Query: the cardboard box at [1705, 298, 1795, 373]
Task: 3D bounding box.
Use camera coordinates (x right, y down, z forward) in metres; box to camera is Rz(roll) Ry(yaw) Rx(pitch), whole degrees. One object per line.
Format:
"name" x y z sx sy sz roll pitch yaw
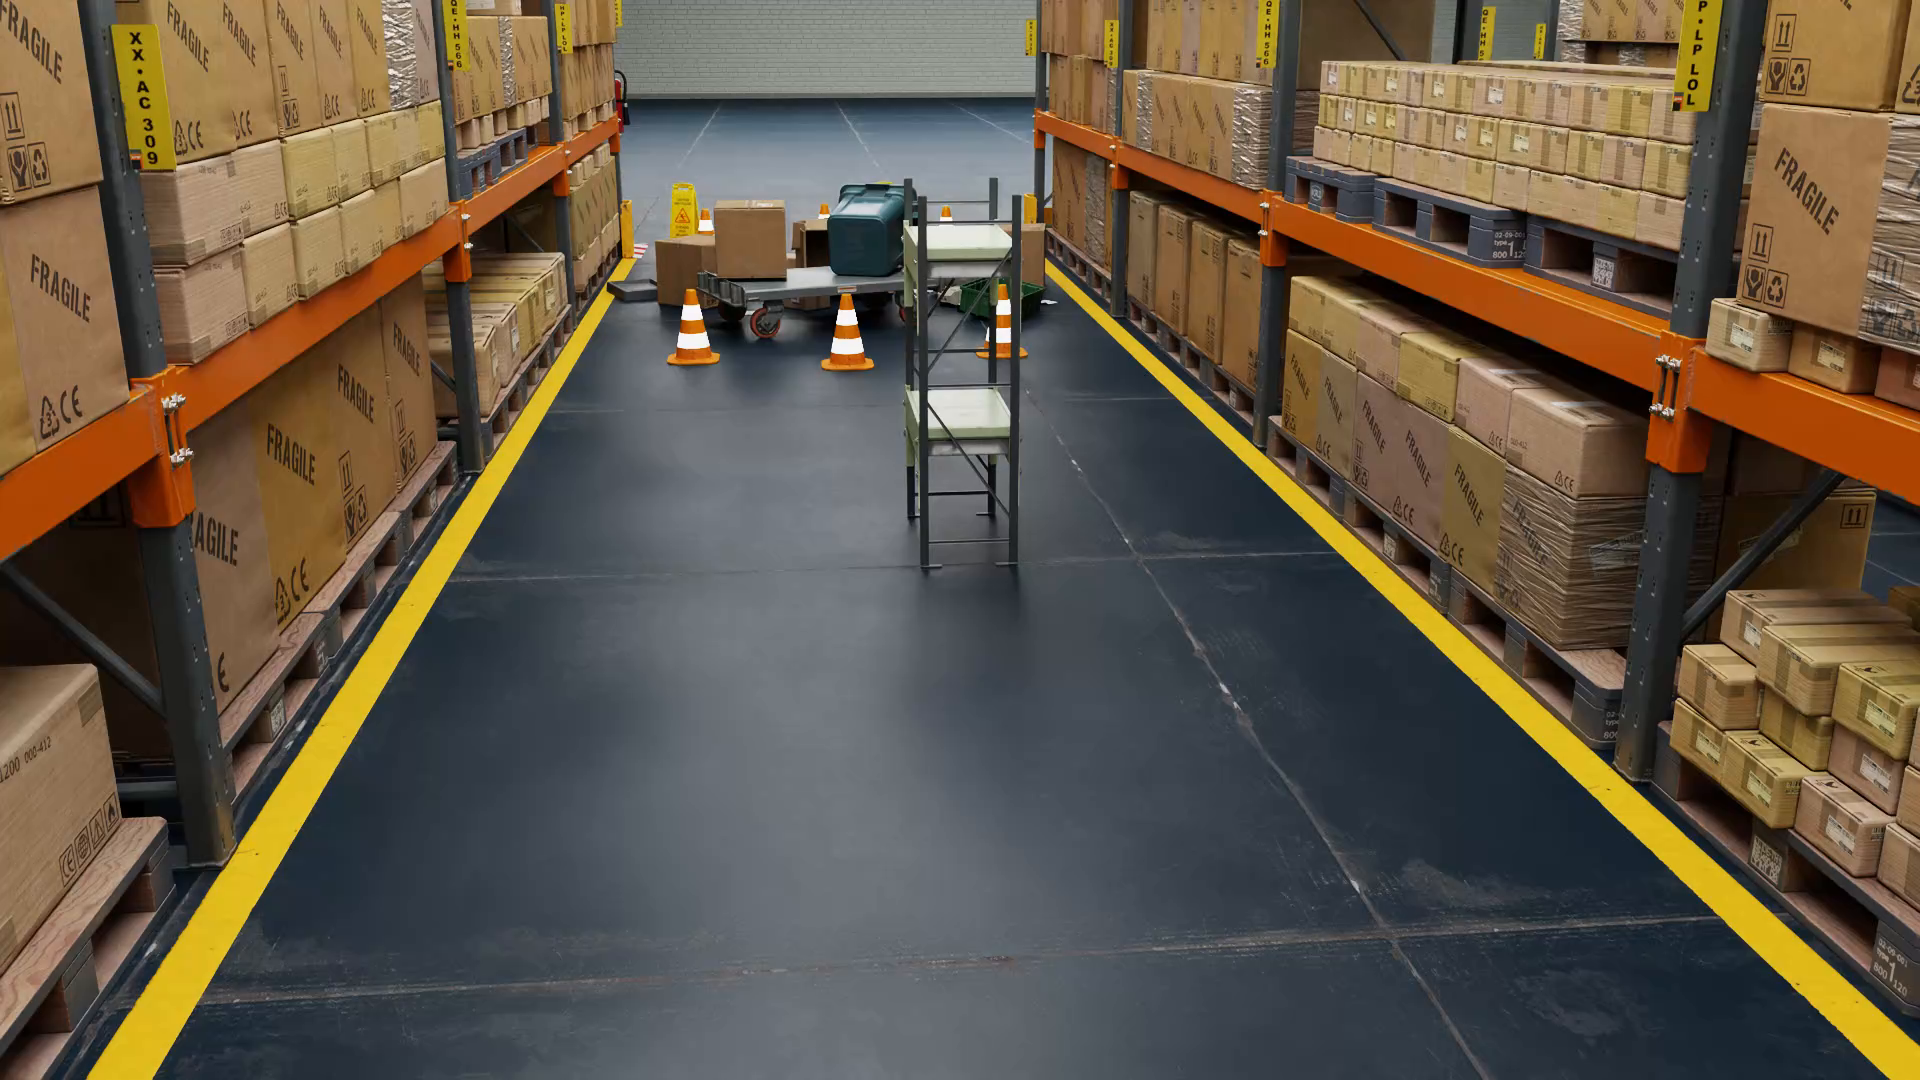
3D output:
"cardboard box" 2.167 -0.530 4.276 0.380 0.149 0.250 -1 17 -4

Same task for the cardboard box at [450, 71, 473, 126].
"cardboard box" -2.679 -2.284 8.079 0.500 0.500 0.500 -2 18 -7

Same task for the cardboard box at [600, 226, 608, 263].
"cardboard box" -3.232 -2.482 13.964 0.500 0.250 0.500 -2 18 -8

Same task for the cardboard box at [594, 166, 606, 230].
"cardboard box" -3.244 -2.846 13.871 0.500 0.500 0.500 -2 18 -7

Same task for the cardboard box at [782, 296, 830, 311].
"cardboard box" -1.224 -1.949 12.942 0.396 0.266 0.258 16 24 42

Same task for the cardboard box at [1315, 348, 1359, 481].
"cardboard box" 1.925 -0.575 7.473 0.500 0.500 0.500 -2 17 -5

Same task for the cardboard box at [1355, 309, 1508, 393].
"cardboard box" 1.971 -0.789 6.904 0.500 0.250 0.500 -2 18 -5

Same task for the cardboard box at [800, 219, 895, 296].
"cardboard box" -0.884 -2.286 13.393 0.797 0.637 0.503 -2 18 -6

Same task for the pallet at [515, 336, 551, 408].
"pallet" -3.065 -1.018 10.066 1.003 0.211 1.213 -2 18 -6

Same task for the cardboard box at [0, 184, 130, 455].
"cardboard box" -2.148 -0.478 3.526 0.500 0.500 0.500 -2 18 -5

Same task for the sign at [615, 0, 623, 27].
"sign" -3.134 -4.851 15.159 0.100 0.325 0.005 -2 18 -6

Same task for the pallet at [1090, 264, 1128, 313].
"pallet" 1.637 -2.026 13.278 1.003 0.211 1.213 -2 18 -6

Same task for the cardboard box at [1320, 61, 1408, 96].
"cardboard box" 1.906 -2.155 7.759 0.380 0.149 0.250 -2 18 -6

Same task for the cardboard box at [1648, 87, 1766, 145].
"cardboard box" 2.227 -1.222 4.786 0.380 0.149 0.250 -1 17 -3

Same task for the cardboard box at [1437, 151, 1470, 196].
"cardboard box" 2.060 -1.404 6.360 0.380 0.149 0.250 -2 18 -7

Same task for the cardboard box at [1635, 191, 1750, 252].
"cardboard box" 2.225 -0.937 4.871 0.380 0.149 0.250 -2 18 -7

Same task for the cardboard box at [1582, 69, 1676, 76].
"cardboard box" 2.688 -1.783 6.573 0.380 0.149 0.250 -1 17 -3

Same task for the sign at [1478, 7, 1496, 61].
"sign" 2.589 -2.470 8.236 0.100 0.325 0.005 -2 18 -6

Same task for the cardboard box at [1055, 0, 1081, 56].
"cardboard box" 1.296 -4.462 14.329 0.875 0.550 0.550 -2 18 -6

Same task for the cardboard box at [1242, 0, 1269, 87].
"cardboard box" 1.961 -2.745 9.077 0.700 0.500 0.500 -2 18 -6

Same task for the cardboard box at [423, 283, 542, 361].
"cardboard box" -3.068 -1.314 10.039 0.950 0.372 0.625 -1 17 -4

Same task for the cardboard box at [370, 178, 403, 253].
"cardboard box" -2.448 -1.236 6.357 0.500 0.250 0.500 -2 18 -6

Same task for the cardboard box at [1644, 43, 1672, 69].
"cardboard box" 6.418 -4.022 14.318 0.875 0.500 0.500 -2 18 -6

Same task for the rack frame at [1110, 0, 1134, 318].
"rack frame" 1.638 -3.127 12.131 1.000 3.000 0.127 -2 18 -6

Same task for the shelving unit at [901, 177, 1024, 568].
"shelving unit" -0.001 -0.718 6.959 0.431 1.500 0.755 -2 18 -6

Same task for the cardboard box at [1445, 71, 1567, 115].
"cardboard box" 2.065 -1.690 6.279 0.380 0.149 0.250 -2 18 -6

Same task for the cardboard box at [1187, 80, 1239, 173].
"cardboard box" 1.635 -2.407 9.669 0.500 0.500 0.500 -2 18 -7

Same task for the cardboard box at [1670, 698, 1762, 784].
"cardboard box" 2.181 0.534 4.526 0.380 0.149 0.250 -3 18 -8

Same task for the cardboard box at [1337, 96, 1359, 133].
"cardboard box" 1.931 -1.927 7.529 0.380 0.149 0.250 -1 17 -3

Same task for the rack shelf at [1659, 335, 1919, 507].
"rack shelf" 2.669 0.195 2.749 1.077 0.370 4.000 -2 18 -6

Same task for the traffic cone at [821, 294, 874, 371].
"traffic cone" -0.730 -1.352 10.712 0.336 0.463 0.334 -2 18 -6

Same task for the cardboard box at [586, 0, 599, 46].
"cardboard box" -3.161 -4.052 12.744 0.700 0.500 0.500 -2 18 -7

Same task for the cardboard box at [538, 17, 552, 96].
"cardboard box" -2.999 -3.204 11.010 0.500 0.500 0.500 -2 18 -7

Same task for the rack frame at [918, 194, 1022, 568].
"rack frame" 0.037 -0.609 6.611 0.400 1.500 0.023 -2 18 -6

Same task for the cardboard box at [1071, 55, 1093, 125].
"cardboard box" 1.416 -3.791 13.994 0.875 0.550 0.500 -2 18 -6

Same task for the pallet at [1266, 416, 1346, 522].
"pallet" 2.130 -0.372 8.011 1.003 0.211 1.213 -2 18 -6

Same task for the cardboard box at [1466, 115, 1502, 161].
"cardboard box" 2.086 -1.471 6.078 0.380 0.149 0.250 -2 18 -5

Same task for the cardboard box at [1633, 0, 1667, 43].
"cardboard box" 6.110 -4.490 14.138 0.500 0.500 0.500 -2 18 -6

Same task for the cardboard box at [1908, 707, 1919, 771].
"cardboard box" 2.387 0.476 3.719 0.380 0.149 0.250 -2 18 -7

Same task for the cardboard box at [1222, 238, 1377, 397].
"cardboard box" 2.077 -1.247 9.196 1.050 0.750 0.750 -2 18 -6

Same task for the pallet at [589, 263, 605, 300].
"pallet" -3.509 -2.177 13.760 1.003 0.211 1.213 -2 18 -6

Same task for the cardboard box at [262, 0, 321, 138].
"cardboard box" -2.339 -1.526 5.193 0.500 0.500 0.500 -2 18 -7

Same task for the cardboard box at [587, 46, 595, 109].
"cardboard box" -3.229 -3.722 13.363 0.500 0.500 0.500 -2 17 -5

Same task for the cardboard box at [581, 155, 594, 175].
"cardboard box" -3.106 -2.957 13.141 0.380 0.149 0.250 -1 17 -2

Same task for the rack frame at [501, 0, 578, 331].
"rack frame" -3.275 -2.944 11.548 1.000 3.000 0.127 -2 18 -6

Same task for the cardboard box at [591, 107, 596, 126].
"cardboard box" -3.235 -3.533 13.841 0.380 0.149 0.250 -2 18 -6

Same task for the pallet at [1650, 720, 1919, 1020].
"pallet" 2.568 0.785 4.323 1.003 0.211 1.213 -2 18 -6

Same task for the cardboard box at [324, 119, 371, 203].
"cardboard box" -2.377 -1.324 5.802 0.500 0.250 0.500 -2 18 -7

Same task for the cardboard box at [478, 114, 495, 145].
"cardboard box" -2.697 -2.187 8.852 0.380 0.149 0.250 -2 18 -5

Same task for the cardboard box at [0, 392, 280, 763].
"cardboard box" -2.594 0.070 4.792 0.875 0.875 0.875 -1 17 -4

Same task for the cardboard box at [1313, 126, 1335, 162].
"cardboard box" 1.896 -1.877 7.865 0.380 0.149 0.250 -2 18 -6
